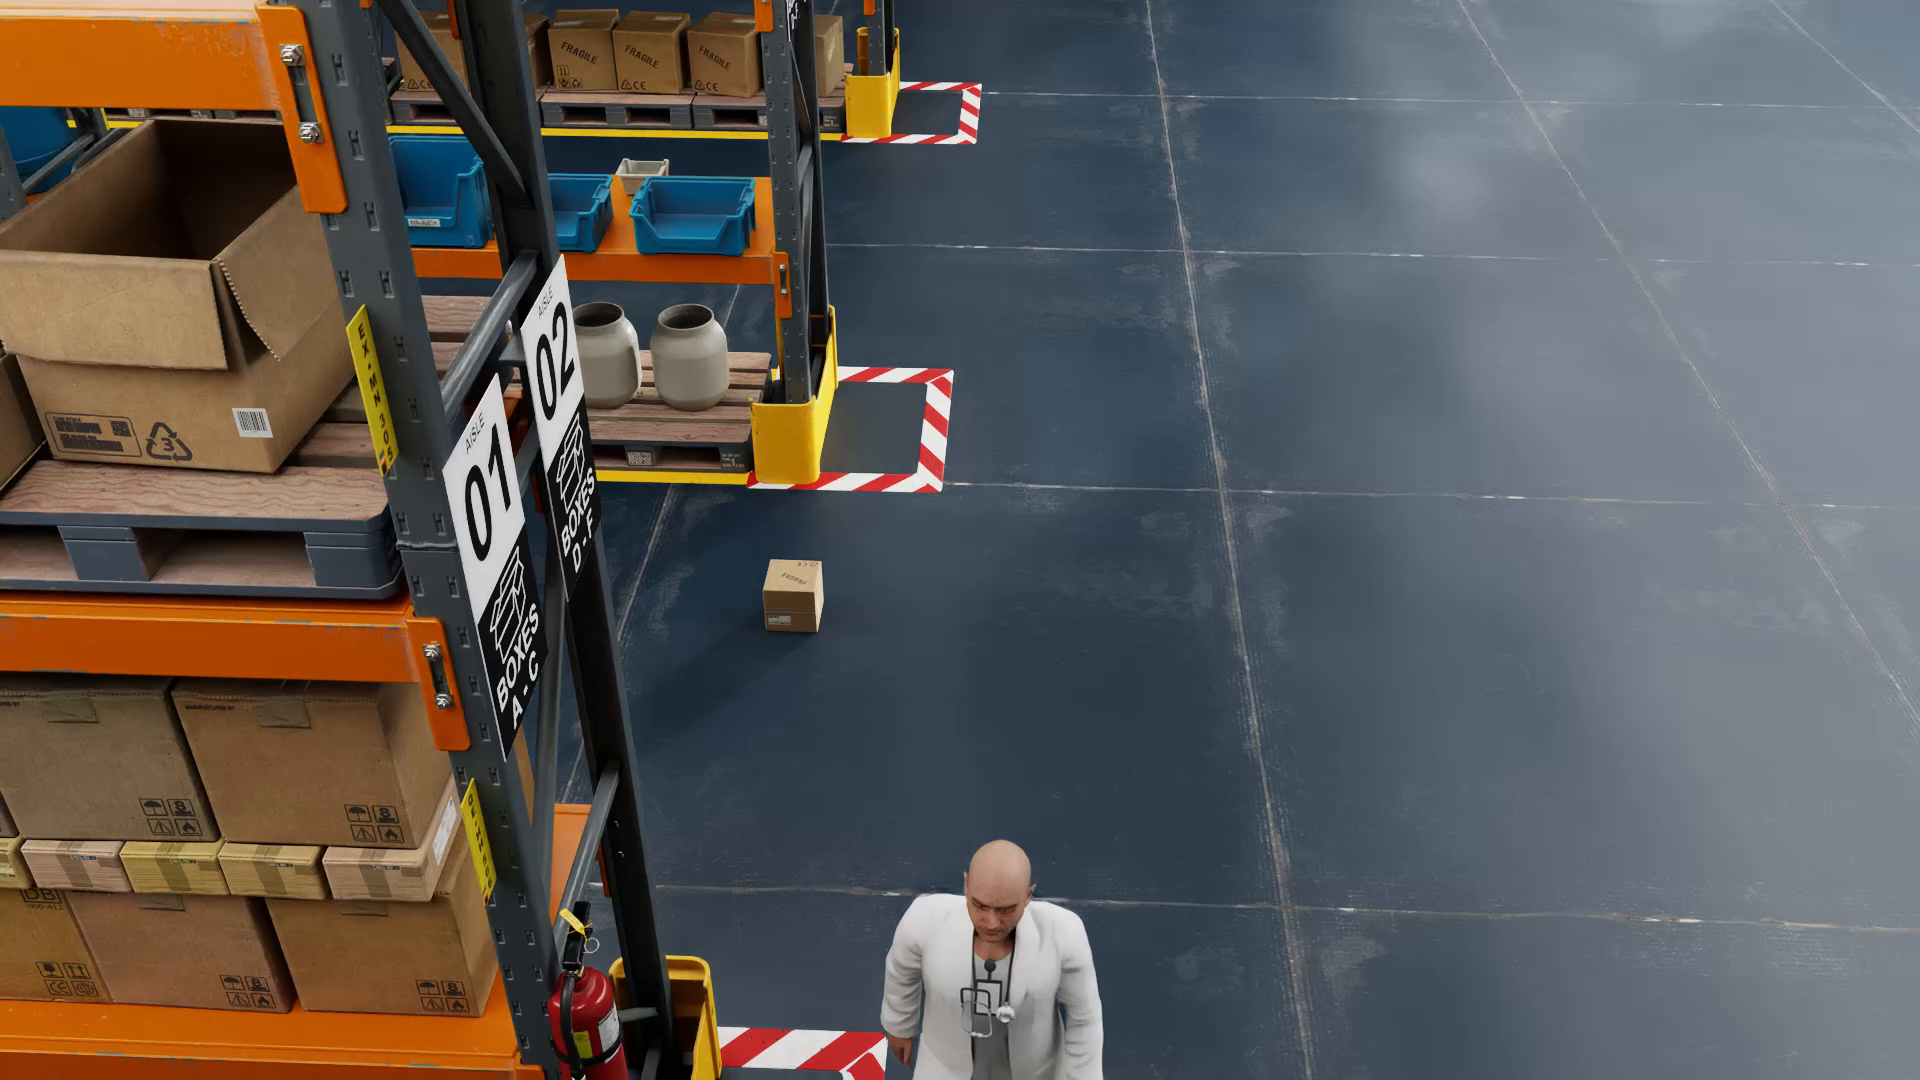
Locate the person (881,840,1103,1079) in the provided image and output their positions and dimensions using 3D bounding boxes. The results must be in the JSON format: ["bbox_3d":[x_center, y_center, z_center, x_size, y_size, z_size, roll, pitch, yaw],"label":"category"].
[{"bbox_3d":[0.089,1.564,4.953,0.662,1.857,0.576,1,35,1],"label":"person"}]
